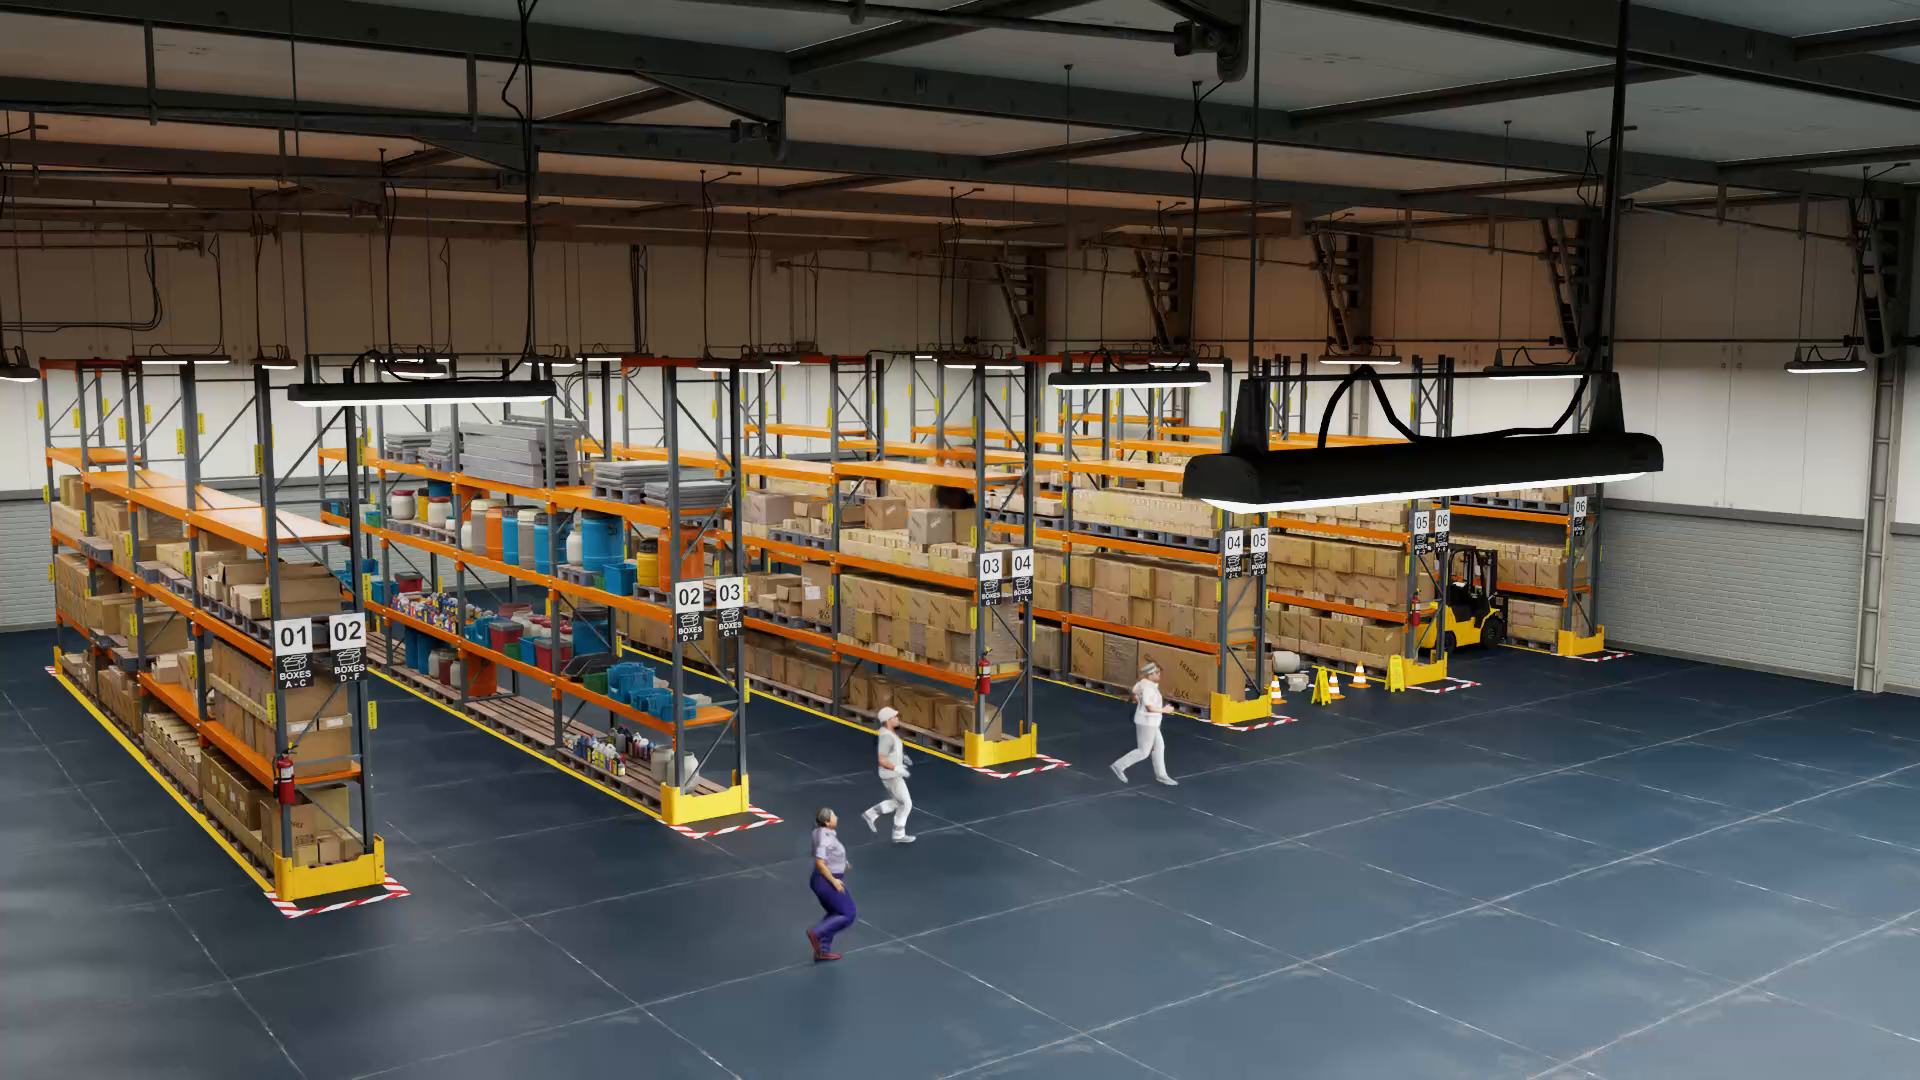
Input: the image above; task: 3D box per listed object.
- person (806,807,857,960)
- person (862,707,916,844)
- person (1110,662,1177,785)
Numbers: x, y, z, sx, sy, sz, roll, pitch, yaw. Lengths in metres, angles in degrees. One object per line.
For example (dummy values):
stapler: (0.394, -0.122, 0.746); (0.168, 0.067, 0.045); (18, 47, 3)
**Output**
person: (-1.340, 3.515, 16.988); (0.549, 1.606, 0.607); (-3, 7, -21)
person: (-0.904, 2.963, 20.924); (0.687, 1.739, 0.649); (0, 7, -2)
person: (2.623, 2.618, 23.664); (0.974, 1.801, 0.673); (0, 7, 1)
